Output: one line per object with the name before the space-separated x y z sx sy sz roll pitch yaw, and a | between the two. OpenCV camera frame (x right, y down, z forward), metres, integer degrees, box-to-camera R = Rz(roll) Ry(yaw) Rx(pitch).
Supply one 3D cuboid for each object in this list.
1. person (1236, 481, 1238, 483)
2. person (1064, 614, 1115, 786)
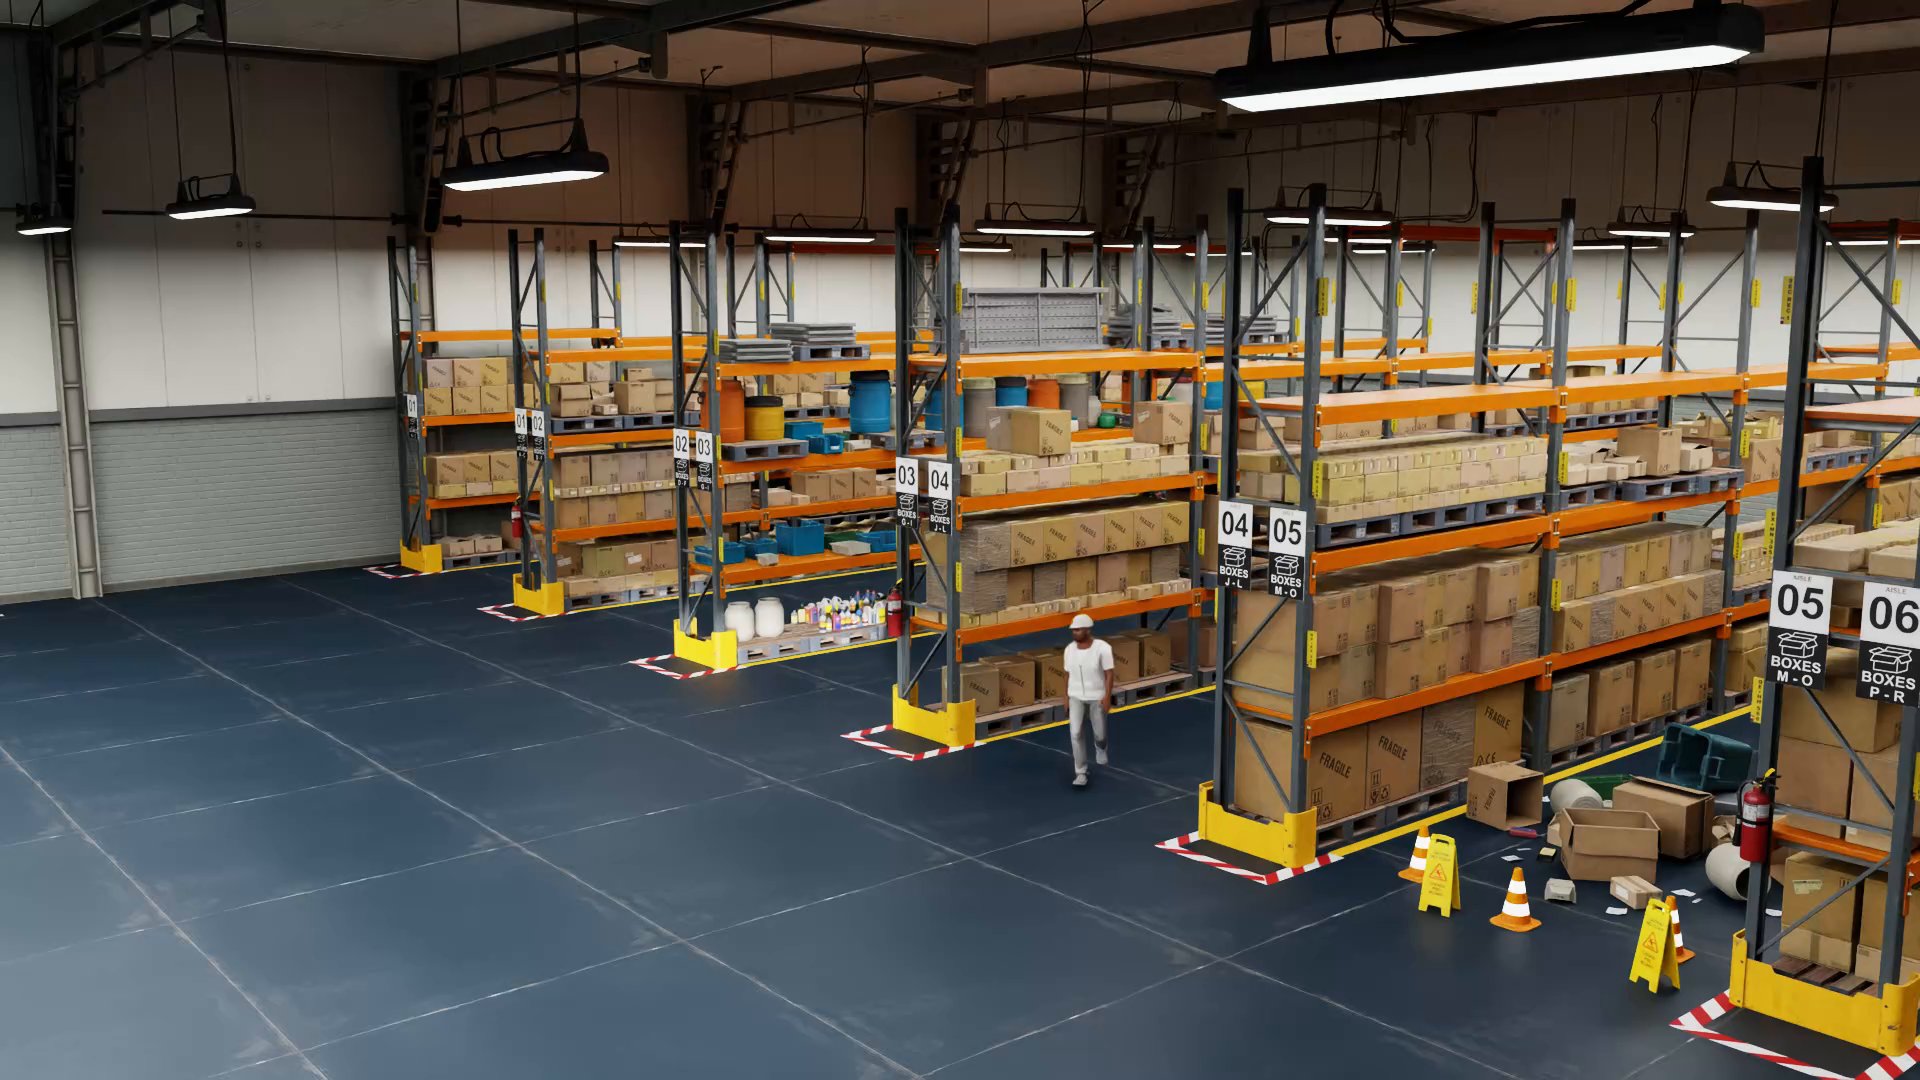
person | 5.834 -0.999 34.535 0.499 1.815 0.642 4 9 22
person | 1.334 1.649 17.417 0.579 1.732 0.853 3 9 19
